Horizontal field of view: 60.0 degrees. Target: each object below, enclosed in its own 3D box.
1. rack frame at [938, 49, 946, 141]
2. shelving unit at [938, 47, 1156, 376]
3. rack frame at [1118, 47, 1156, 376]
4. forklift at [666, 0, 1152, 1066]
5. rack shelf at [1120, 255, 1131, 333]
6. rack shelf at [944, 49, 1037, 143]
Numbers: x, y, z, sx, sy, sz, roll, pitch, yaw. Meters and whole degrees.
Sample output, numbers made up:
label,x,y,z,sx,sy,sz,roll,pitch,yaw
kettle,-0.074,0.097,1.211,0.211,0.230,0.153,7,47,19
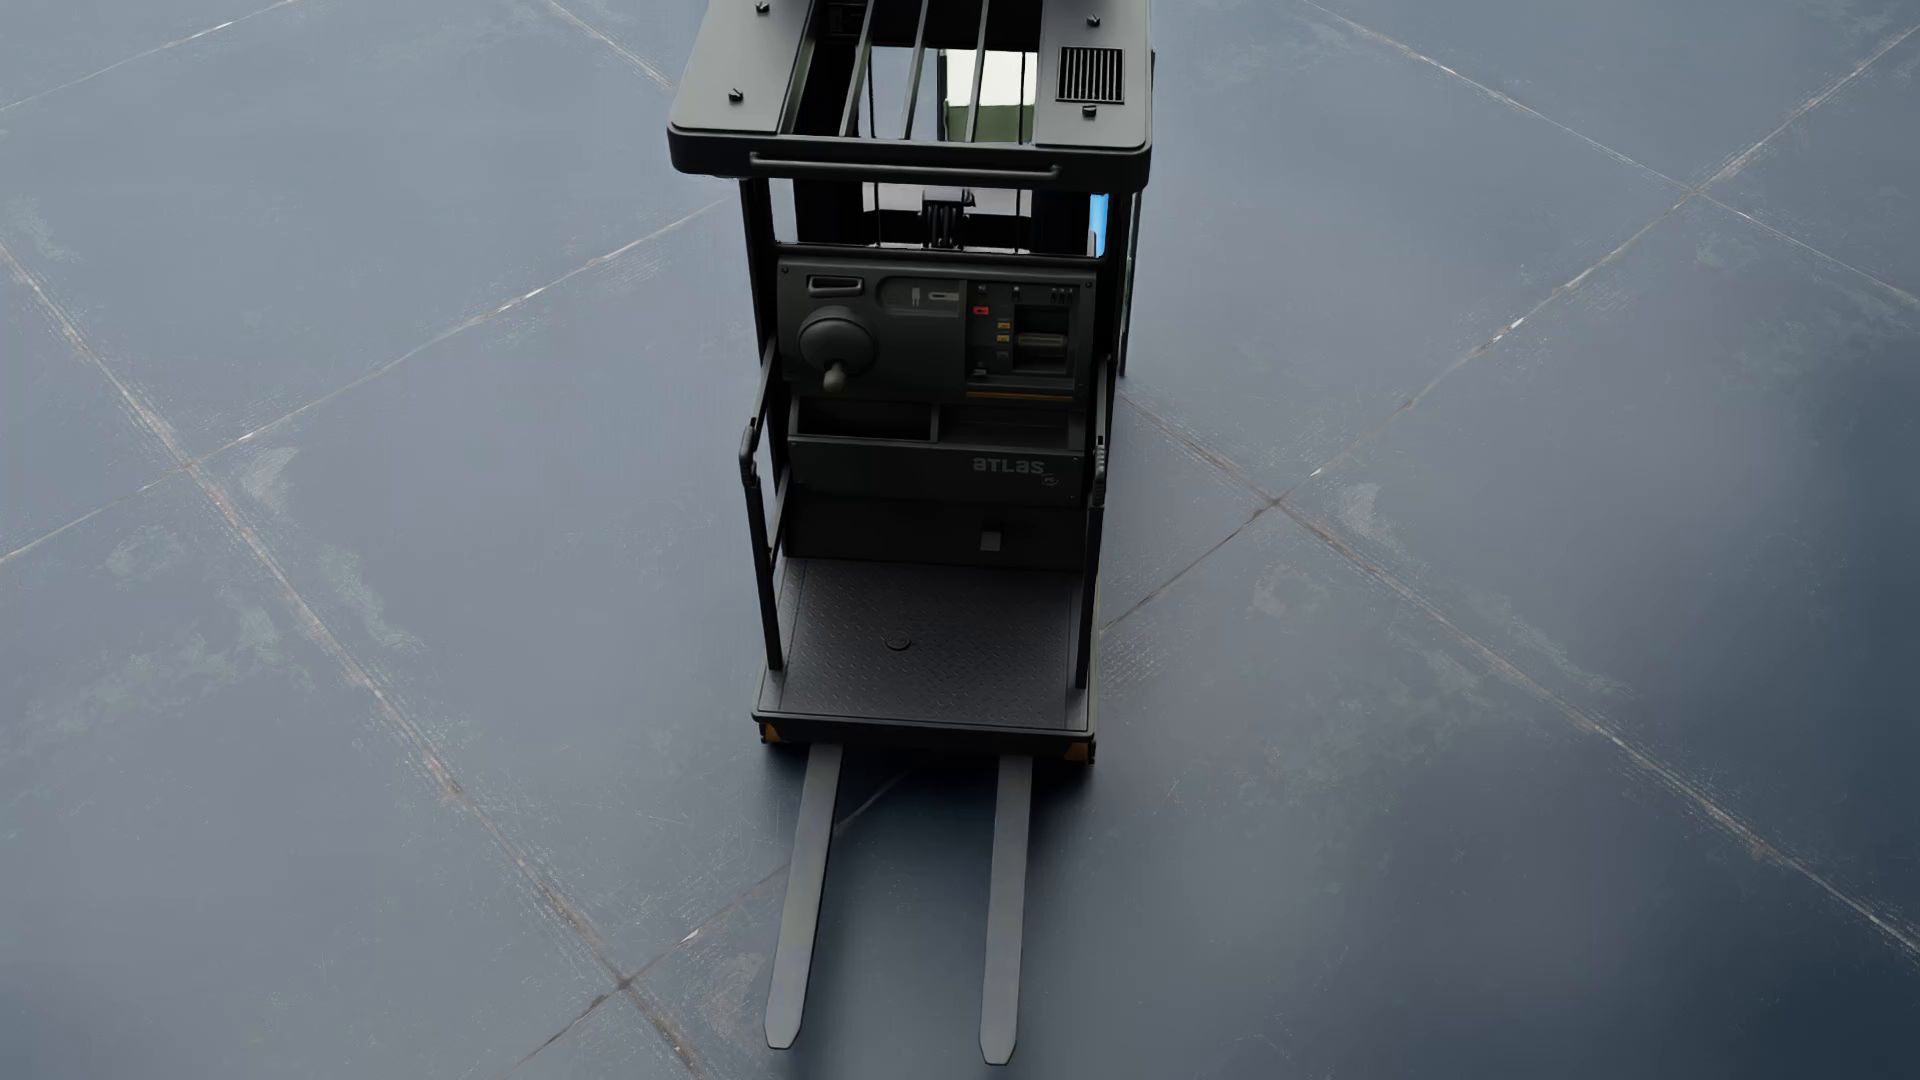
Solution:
label,x,y,z,sx,sy,sz,roll,pitch,yaw
rack frame,-0.067,-1.321,6.448,0.023,1.500,0.400,-1,47,-1
shelving unit,0.298,-1.327,6.454,0.755,1.500,0.431,-1,47,-1
rack frame,0.664,-1.333,6.459,0.023,1.500,0.400,-1,47,-1
forklift,-0.085,-0.516,4.732,1.130,2.935,3.031,3,47,3
rack shelf,0.298,-1.106,6.693,0.720,0.370,0.431,-1,47,-1
rack shelf,0.298,-1.591,6.167,0.720,0.370,0.431,-1,47,-1
